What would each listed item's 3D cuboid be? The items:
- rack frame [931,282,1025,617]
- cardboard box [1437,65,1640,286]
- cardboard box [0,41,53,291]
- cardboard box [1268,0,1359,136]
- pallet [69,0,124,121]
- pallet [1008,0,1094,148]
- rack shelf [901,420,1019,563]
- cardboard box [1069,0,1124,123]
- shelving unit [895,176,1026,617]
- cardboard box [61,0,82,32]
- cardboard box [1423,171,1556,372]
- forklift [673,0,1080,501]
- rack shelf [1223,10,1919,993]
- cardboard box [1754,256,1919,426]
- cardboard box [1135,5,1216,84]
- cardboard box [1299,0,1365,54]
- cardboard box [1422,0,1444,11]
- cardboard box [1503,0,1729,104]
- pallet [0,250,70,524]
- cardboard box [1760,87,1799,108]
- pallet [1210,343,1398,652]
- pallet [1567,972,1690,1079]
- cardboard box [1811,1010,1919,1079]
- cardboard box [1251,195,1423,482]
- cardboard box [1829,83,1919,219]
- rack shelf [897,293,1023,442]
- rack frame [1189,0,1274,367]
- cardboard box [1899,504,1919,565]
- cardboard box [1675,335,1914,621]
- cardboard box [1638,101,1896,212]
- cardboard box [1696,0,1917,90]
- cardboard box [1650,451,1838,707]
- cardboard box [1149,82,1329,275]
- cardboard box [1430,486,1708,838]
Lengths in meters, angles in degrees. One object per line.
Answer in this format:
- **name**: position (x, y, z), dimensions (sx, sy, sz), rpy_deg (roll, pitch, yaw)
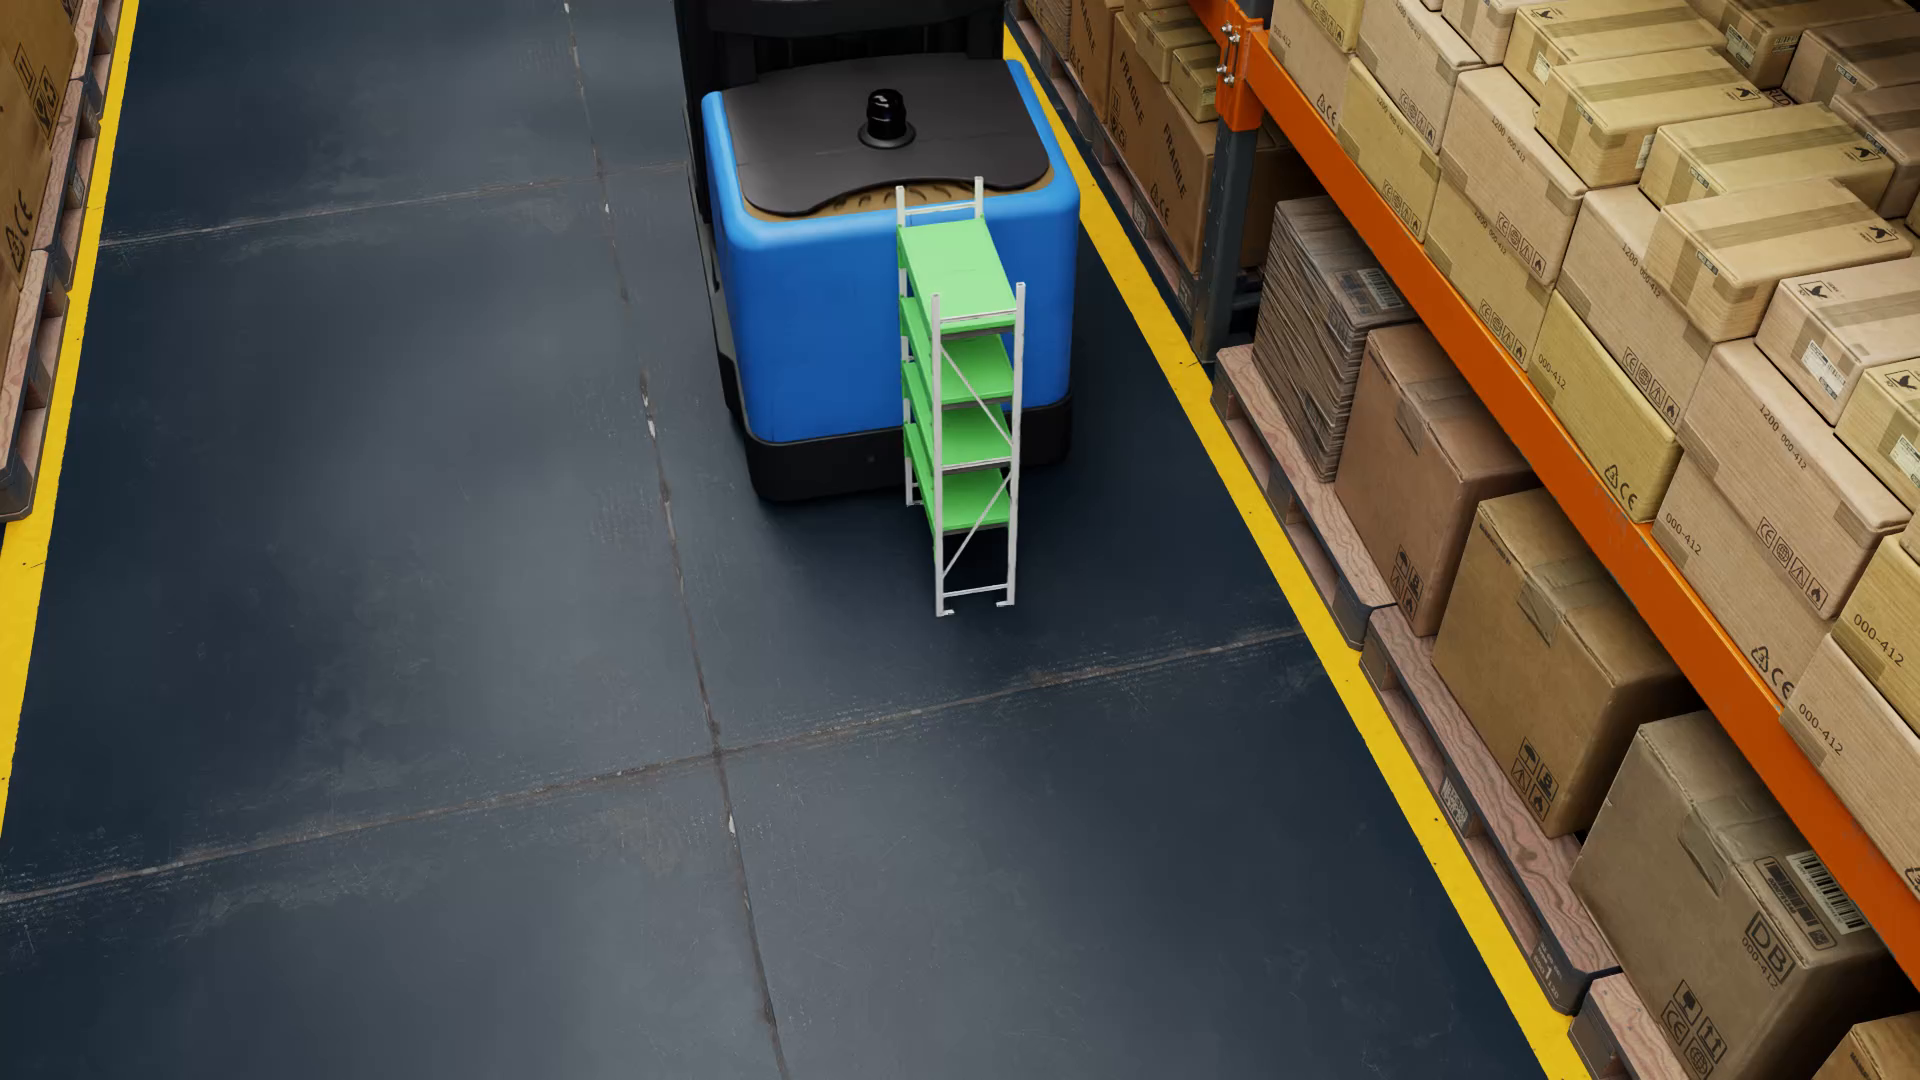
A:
- **rack frame**: position (0.046, -0.210, 4.616), dimensions (0.240, 1.200, 0.015), rpy_deg (-9, 46, -8)
- **cardboard box**: position (1.439, -0.855, 3.743), dimensions (0.500, 0.250, 0.500), rpy_deg (-12, 47, -11)
- **cardboard box**: position (-3.801, -1.396, 5.711), dimensions (0.875, 0.875, 0.875), rpy_deg (-10, 46, -10)
- **cardboard box**: position (1.195, -1.391, 4.618), dimensions (0.500, 0.250, 0.500), rpy_deg (-11, 47, -10)
- **pallet**: position (-4.233, -2.151, 7.210), dimensions (1.003, 0.211, 1.213), rpy_deg (-11, 47, -10)
- **pallet**: position (0.854, -2.181, 7.240), dimensions (1.003, 0.211, 1.213), rpy_deg (-11, 47, -10)
- **rack shelf**: position (-0.005, -0.168, 5.000), dimensions (0.258, 0.148, 0.480), rpy_deg (-9, 46, -8)
- **cardboard box**: position (0.747, -2.027, 6.592), dimensions (0.500, 0.500, 0.500), rpy_deg (-9, 46, -9)
- **shelving unit**: position (-0.005, -0.381, 4.783), dimensions (0.258, 1.200, 0.503), rpy_deg (-9, 46, -8)
- **cardboard box**: position (-4.268, -2.635, 6.926), dimensions (0.875, 0.875, 0.875), rpy_deg (-9, 46, -9)
- **cardboard box**: position (1.458, -0.688, 3.929), dimensions (0.500, 0.250, 0.500), rpy_deg (-12, 47, -12)
- **forklift**: position (-0.445, -2.220, 5.373), dimensions (1.130, 2.935, 3.031), rpy_deg (-9, 46, -8)
- **rack shelf**: position (1.830, -0.161, 3.812), dimensions (1.077, 0.370, 4.000), rpy_deg (-11, 47, -10)
- **cardboard box**: position (1.684, -0.367, 2.985), dimensions (0.380, 0.149, 0.250), rpy_deg (-10, 46, -10)
- **cardboard box**: position (0.847, -1.771, 5.887), dimensions (0.380, 0.149, 0.250), rpy_deg (-13, 47, -12)
- **cardboard box**: position (1.171, -1.561, 4.435), dimensions (0.500, 0.250, 0.500), rpy_deg (-11, 47, -10)
- **cardboard box**: position (1.275, -1.425, 4.022), dimensions (0.380, 0.149, 0.250), rpy_deg (-10, 46, -9)
- **cardboard box**: position (1.447, -1.079, 3.683), dimensions (0.380, 0.149, 0.250), rpy_deg (-10, 46, -10)
- **pallet**: position (-3.609, -0.466, 5.559), dimensions (1.003, 0.211, 1.213), rpy_deg (-11, 47, -10)
- **cardboard box**: position (1.959, -0.958, 3.844), dimensions (0.500, 0.250, 0.500), rpy_deg (-11, 47, -11)
- **pallet**: position (1.491, -0.243, 5.340), dimensions (1.003, 0.211, 1.213), rpy_deg (-11, 47, -10)
- **pallet**: position (2.115, 1.442, 3.689), dimensions (1.003, 0.211, 1.213), rpy_deg (-11, 47, -10)
- **cardboard box**: position (2.197, 1.294, 3.251), dimensions (0.875, 0.625, 0.625), rpy_deg (-9, 46, -9)
- **cardboard box**: position (1.464, -0.677, 5.182), dimensions (0.875, 0.625, 0.625), rpy_deg (-9, 46, -9)
- **cardboard box**: position (2.008, -0.812, 3.421), dimensions (0.380, 0.149, 0.250), rpy_deg (-9, 46, -9)
- **rack shelf**: position (-0.005, -0.504, 4.657), dimensions (0.258, 0.148, 0.480), rpy_deg (-9, 46, -8)
- **rack frame**: position (1.318, -1.794, 4.908), dimensions (1.000, 3.000, 0.127), rpy_deg (-11, 47, -10)
- **cardboard box**: position (1.749, -0.001, 2.626), dimensions (0.380, 0.149, 0.250), rpy_deg (-12, 47, -12)
- **cardboard box**: position (1.705, -0.155, 3.057), dimensions (0.500, 0.250, 0.500), rpy_deg (-10, 46, -10)
- **cardboard box**: position (1.615, -0.731, 3.342), dimensions (0.380, 0.149, 0.250), rpy_deg (-11, 47, -10)
- **cardboard box**: position (1.901, -1.167, 3.769), dimensions (0.380, 0.149, 0.250), rpy_deg (-11, 47, -11)
- **cardboard box**: position (1.728, 0.025, 3.230), dimensions (0.500, 0.250, 0.500), rpy_deg (-10, 47, -10)
- **cardboard box**: position (1.002, -1.319, 5.898), dimensions (0.500, 0.500, 0.500), rpy_deg (-9, 46, -9)
- **cardboard box**: position (1.812, 0.238, 4.285), dimensions (0.875, 0.625, 0.625), rpy_deg (-12, 47, -12)
